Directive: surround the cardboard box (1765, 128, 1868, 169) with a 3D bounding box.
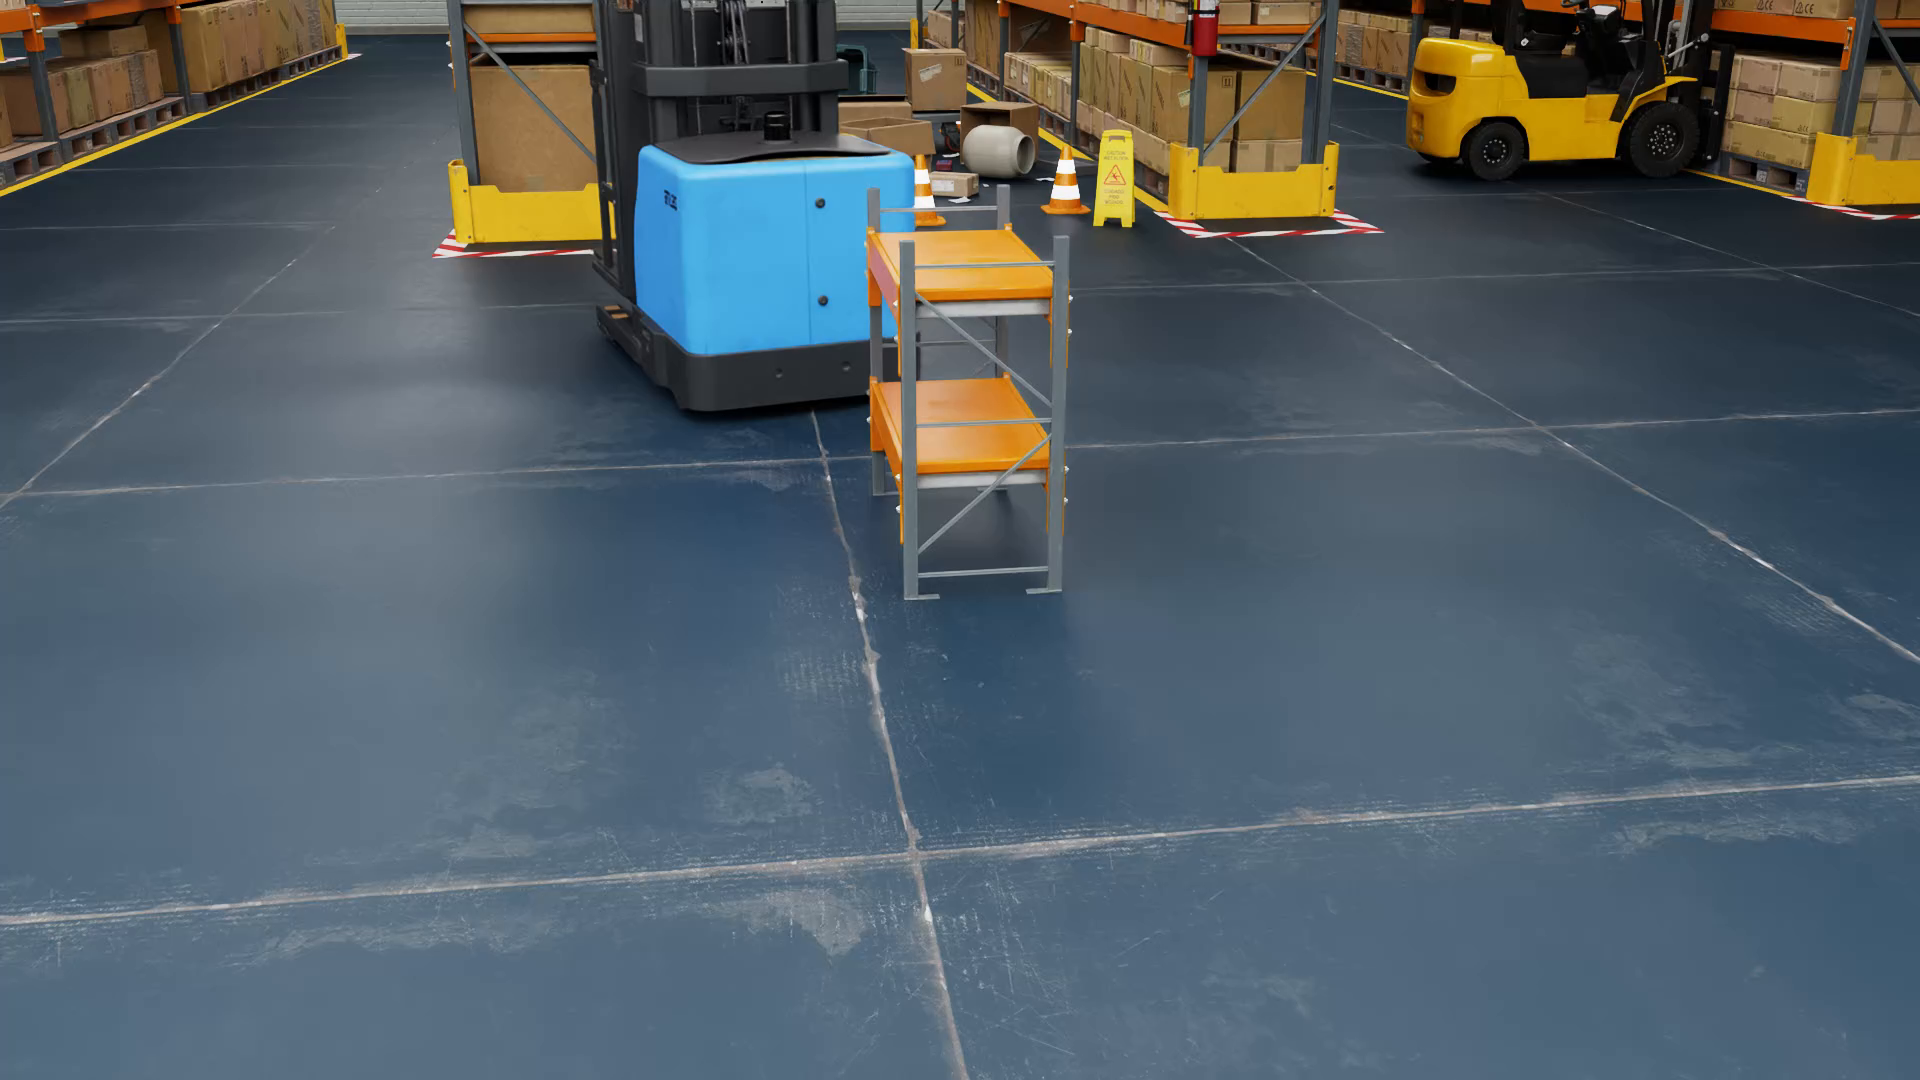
[{"bbox_3d":[6.643,-3.044,12.908,0.500,0.250,0.500,-3,21,-7],"label":"cardboard box"}]

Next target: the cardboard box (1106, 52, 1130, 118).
[{"bbox_3d":[1.515,-3.799,13.859,0.500,0.500,0.500,-2,21,-5],"label":"cardboard box"}]

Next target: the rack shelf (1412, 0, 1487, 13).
[{"bbox_3d":[5.582,-7.114,21.504,1.077,0.370,4.000,-3,21,-8],"label":"rack shelf"}]

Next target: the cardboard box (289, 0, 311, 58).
[{"bbox_3d":[-9.570,-7.137,22.975,0.875,0.875,0.875,-3,21,-8],"label":"cardboard box"}]

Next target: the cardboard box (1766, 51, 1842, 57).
[{"bbox_3d":[7.005,-3.888,13.739,0.500,0.250,0.500,-3,21,-8],"label":"cardboard box"}]

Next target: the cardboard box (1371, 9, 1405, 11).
[{"bbox_3d":[5.782,-7.098,22.479,0.380,0.149,0.250,-4,21,-10],"label":"cardboard box"}]

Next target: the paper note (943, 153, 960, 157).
[{"bbox_3d":[-0.076,-3.461,14.940,0.148,0.019,0.142,-3,21,-8],"label":"paper note"}]

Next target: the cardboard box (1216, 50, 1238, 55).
[{"bbox_3d":[2.036,-3.838,13.962,0.500,0.500,0.500,-2,21,-5],"label":"cardboard box"}]

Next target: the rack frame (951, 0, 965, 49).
[{"bbox_3d":[0.382,-7.892,22.558,1.000,3.000,0.127,-3,21,-8],"label":"rack frame"}]

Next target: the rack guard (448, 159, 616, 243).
[{"bbox_3d":[-2.768,-2.273,11.087,1.175,0.500,0.348,-3,21,-8],"label":"rack guard"}]

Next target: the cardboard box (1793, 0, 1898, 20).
[{"bbox_3d":[6.693,-4.192,12.511,0.500,0.500,0.500,-3,21,-9],"label":"cardboard box"}]

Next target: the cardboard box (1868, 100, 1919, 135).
[{"bbox_3d":[7.161,-3.304,12.892,0.500,0.250,0.500,-3,21,-7],"label":"cardboard box"}]

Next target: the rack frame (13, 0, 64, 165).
[{"bbox_3d":[-8.271,-4.622,13.804,1.000,3.000,0.127,-3,21,-8],"label":"rack frame"}]

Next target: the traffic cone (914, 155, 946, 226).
[{"bbox_3d":[-0.276,-2.458,11.637,0.336,0.463,0.334,-3,21,-8],"label":"traffic cone"}]

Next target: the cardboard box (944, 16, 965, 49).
[{"bbox_3d":[0.269,-7.421,24.359,0.875,0.438,0.875,-4,21,-9],"label":"cardboard box"}]

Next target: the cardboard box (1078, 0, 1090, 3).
[{"bbox_3d":[1.264,-4.879,14.851,0.380,0.149,0.250,-3,21,-8],"label":"cardboard box"}]

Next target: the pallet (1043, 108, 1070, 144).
[{"bbox_3d":[1.422,-4.085,16.351,1.003,0.211,1.213,-3,21,-8],"label":"pallet"}]

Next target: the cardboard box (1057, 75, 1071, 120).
[{"bbox_3d":[1.458,-4.269,16.014,0.950,0.372,0.625,-3,21,-7],"label":"cardboard box"}]

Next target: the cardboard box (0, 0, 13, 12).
[{"bbox_3d":[-7.922,-4.358,13.455,0.380,0.149,0.250,-3,21,-8],"label":"cardboard box"}]

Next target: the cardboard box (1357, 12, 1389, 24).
[{"bbox_3d":[5.400,-6.794,21.665,0.380,0.149,0.250,-3,21,-8],"label":"cardboard box"}]

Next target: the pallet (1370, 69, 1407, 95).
[{"bbox_3d":[5.800,-5.712,20.709,1.003,0.211,1.213,-3,21,-8],"label":"pallet"}]

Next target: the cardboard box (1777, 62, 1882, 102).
[{"bbox_3d":[6.649,-3.509,12.725,0.500,0.250,0.500,-2,21,-6],"label":"cardboard box"}]

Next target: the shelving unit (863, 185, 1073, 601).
[{"bbox_3d":[-0.001,-0.529,5.526,0.538,1.125,1.048,-3,21,-8],"label":"shelving unit"}]

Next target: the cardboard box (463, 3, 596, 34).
[{"bbox_3d":[-2.870,-3.649,10.983,0.875,0.550,0.550,-3,21,-8],"label":"cardboard box"}]

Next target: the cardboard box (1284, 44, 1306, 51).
[{"bbox_3d":[4.923,-7.182,24.134,0.380,0.149,0.250,-4,21,-9],"label":"cardboard box"}]

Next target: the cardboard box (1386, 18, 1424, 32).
[{"bbox_3d":[5.479,-6.339,20.447,0.380,0.149,0.250,-4,21,-11],"label":"cardboard box"}]

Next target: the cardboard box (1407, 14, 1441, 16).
[{"bbox_3d":[5.944,-6.646,21.269,0.380,0.149,0.250,-3,21,-9],"label":"cardboard box"}]

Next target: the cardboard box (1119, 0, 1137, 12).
[{"bbox_3d":[1.503,-4.350,13.434,0.380,0.149,0.250,-3,21,-8],"label":"cardboard box"}]

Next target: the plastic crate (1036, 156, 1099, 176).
[{"bbox_3d":[0.951,-3.169,14.087,0.402,0.080,0.583,-11,23,-26],"label":"plastic crate"}]

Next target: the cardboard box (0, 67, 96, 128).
[{"bbox_3d":[-8.388,-4.037,15.181,0.700,0.500,0.500,-3,21,-8],"label":"cardboard box"}]

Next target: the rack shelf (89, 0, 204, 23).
[{"bbox_3d":[-9.136,-6.362,19.492,1.077,0.370,4.000,-3,21,-8],"label":"rack shelf"}]

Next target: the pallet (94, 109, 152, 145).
[{"bbox_3d":[-8.564,-4.008,16.147,1.003,0.211,1.213,-3,21,-8],"label":"pallet"}]

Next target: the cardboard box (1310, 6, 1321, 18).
[{"bbox_3d":[5.082,-7.335,23.114,0.380,0.149,0.250,-2,21,-5],"label":"cardboard box"}]

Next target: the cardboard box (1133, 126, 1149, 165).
[{"bbox_3d":[1.663,-3.091,13.036,0.500,0.250,0.500,-3,21,-8],"label":"cardboard box"}]

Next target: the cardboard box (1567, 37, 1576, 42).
[{"bbox_3d":[6.256,-4.907,17.360,0.875,0.625,0.625,-3,21,-8],"label":"cardboard box"}]

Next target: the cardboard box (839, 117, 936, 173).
[{"bbox_3d":[-0.646,-3.048,13.157,0.637,0.503,0.797,17,27,39],"label":"cardboard box"}]

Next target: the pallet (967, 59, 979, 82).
[{"bbox_3d":[0.568,-6.322,22.341,1.003,0.211,1.213,-3,21,-8],"label":"pallet"}]

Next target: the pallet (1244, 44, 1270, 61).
[{"bbox_3d":[5.017,-7.498,25.490,1.003,0.211,1.213,-3,21,-8],"label":"pallet"}]

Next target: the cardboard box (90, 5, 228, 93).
[{"bbox_3d":[-8.926,-5.448,18.453,1.225,0.875,0.875,-4,21,-10],"label":"cardboard box"}]

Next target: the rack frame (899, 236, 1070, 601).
[{"bbox_3d":[0.072,-0.353,5.054,0.500,1.125,0.032,-3,21,-8],"label":"rack frame"}]

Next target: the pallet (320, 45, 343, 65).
[{"bbox_3d":[-9.808,-7.197,24.685,1.003,0.211,1.213,-3,21,-8],"label":"pallet"}]

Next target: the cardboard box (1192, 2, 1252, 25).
[{"bbox_3d":[1.847,-3.738,11.796,0.380,0.149,0.250,-2,21,-6],"label":"cardboard box"}]

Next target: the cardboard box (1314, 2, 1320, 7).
[{"bbox_3d":[5.142,-7.478,23.070,0.380,0.149,0.250,-3,21,-9],"label":"cardboard box"}]

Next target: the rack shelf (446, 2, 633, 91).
[{"bbox_3d":[-3.060,-3.808,12.652,1.077,0.370,4.000,-3,21,-8],"label":"rack shelf"}]

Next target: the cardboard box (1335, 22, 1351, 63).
[{"bbox_3d":[5.295,-6.633,22.161,0.500,0.500,0.500,-4,21,-9],"label":"cardboard box"}]

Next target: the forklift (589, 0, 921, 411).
[{"bbox_3d":[-1.207,-2.390,7.926,1.130,2.935,3.031,-8,22,-21],"label":"forklift"}]

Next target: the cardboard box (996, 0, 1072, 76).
[{"bbox_3d":[0.942,-5.951,19.800,0.875,0.875,0.875,-3,21,-8],"label":"cardboard box"}]

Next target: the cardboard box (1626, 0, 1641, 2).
[{"bbox_3d":[6.344,-5.074,14.871,0.500,0.500,0.500,-3,21,-7],"label":"cardboard box"}]

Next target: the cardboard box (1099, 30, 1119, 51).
[{"bbox_3d":[1.388,-4.243,14.121,0.380,0.149,0.250,-2,21,-6],"label":"cardboard box"}]
